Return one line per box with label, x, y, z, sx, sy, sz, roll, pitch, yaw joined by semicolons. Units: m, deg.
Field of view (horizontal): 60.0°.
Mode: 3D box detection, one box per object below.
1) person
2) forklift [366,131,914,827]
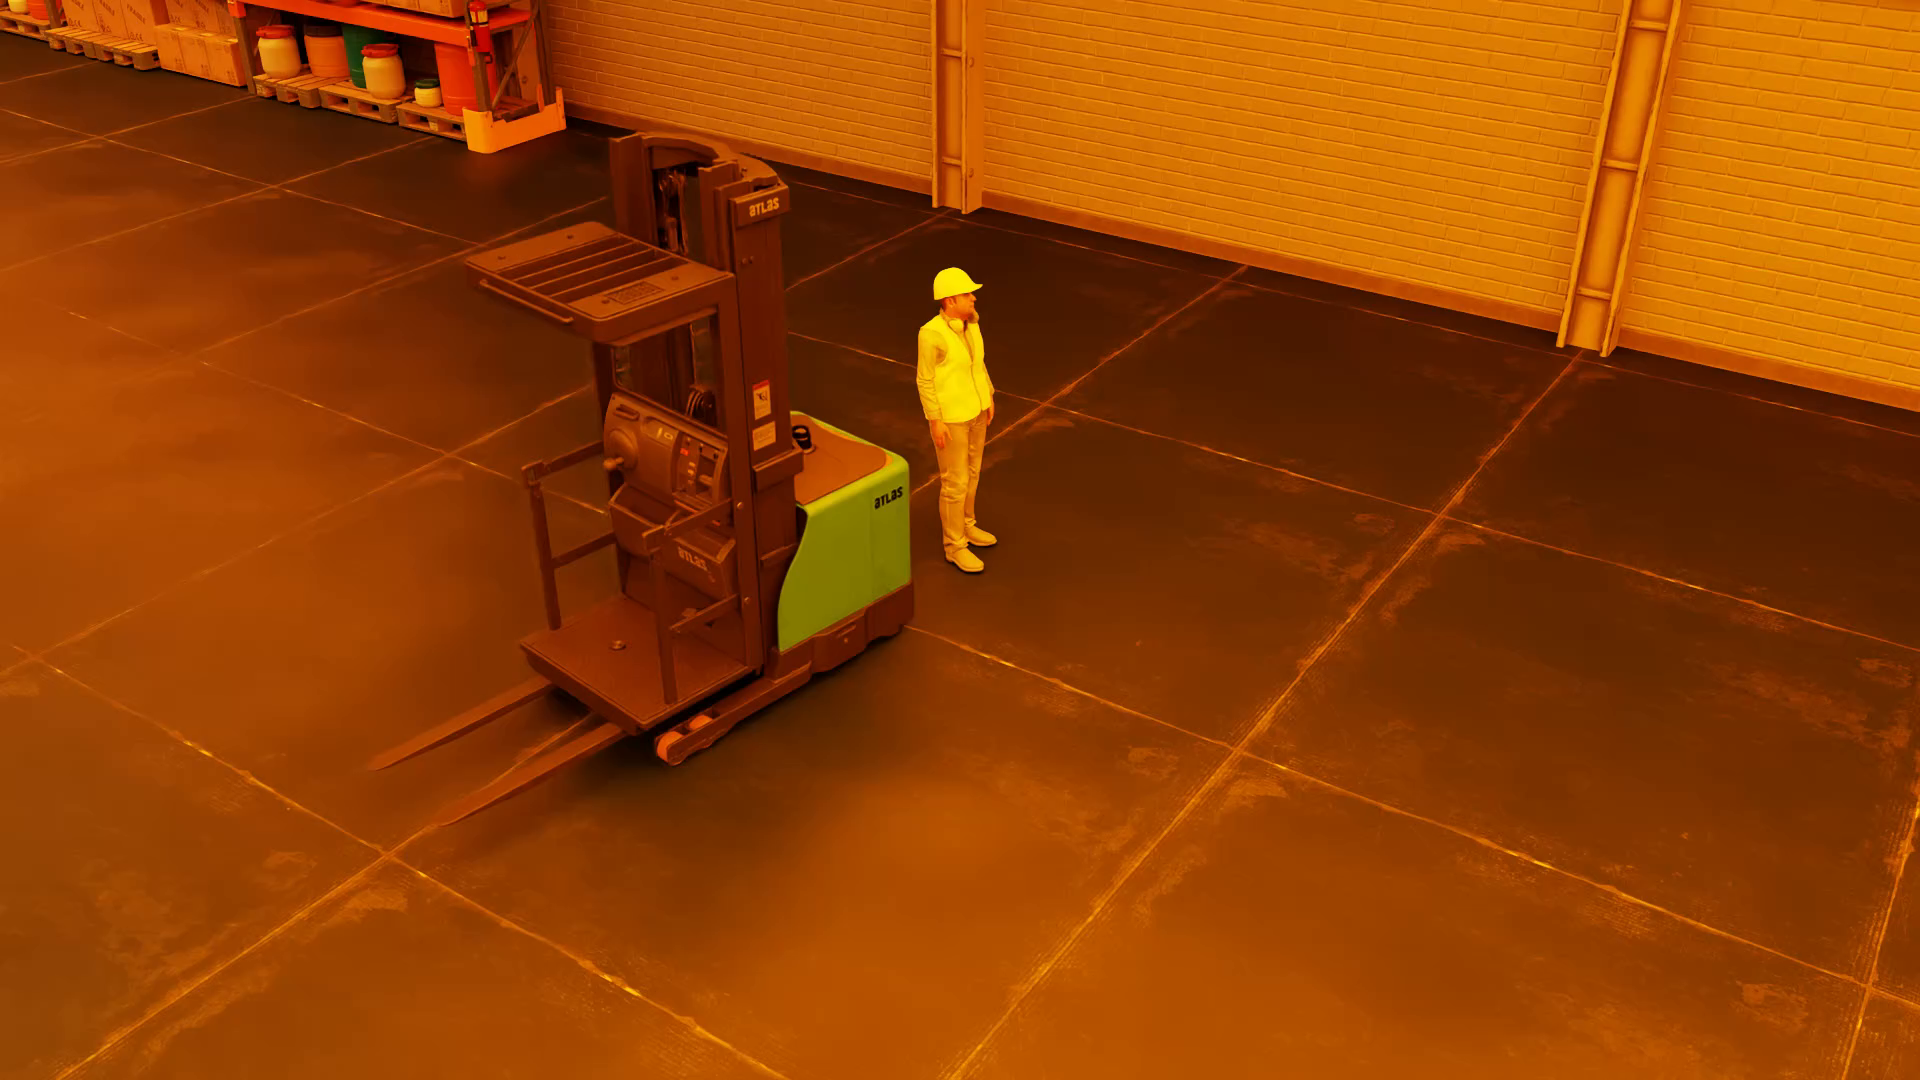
person;0.048;-0.753;10.015;0.566;1.775;0.634;19;35;29
forklift;-1.637;-0.407;8.283;1.130;2.935;3.031;25;38;36
